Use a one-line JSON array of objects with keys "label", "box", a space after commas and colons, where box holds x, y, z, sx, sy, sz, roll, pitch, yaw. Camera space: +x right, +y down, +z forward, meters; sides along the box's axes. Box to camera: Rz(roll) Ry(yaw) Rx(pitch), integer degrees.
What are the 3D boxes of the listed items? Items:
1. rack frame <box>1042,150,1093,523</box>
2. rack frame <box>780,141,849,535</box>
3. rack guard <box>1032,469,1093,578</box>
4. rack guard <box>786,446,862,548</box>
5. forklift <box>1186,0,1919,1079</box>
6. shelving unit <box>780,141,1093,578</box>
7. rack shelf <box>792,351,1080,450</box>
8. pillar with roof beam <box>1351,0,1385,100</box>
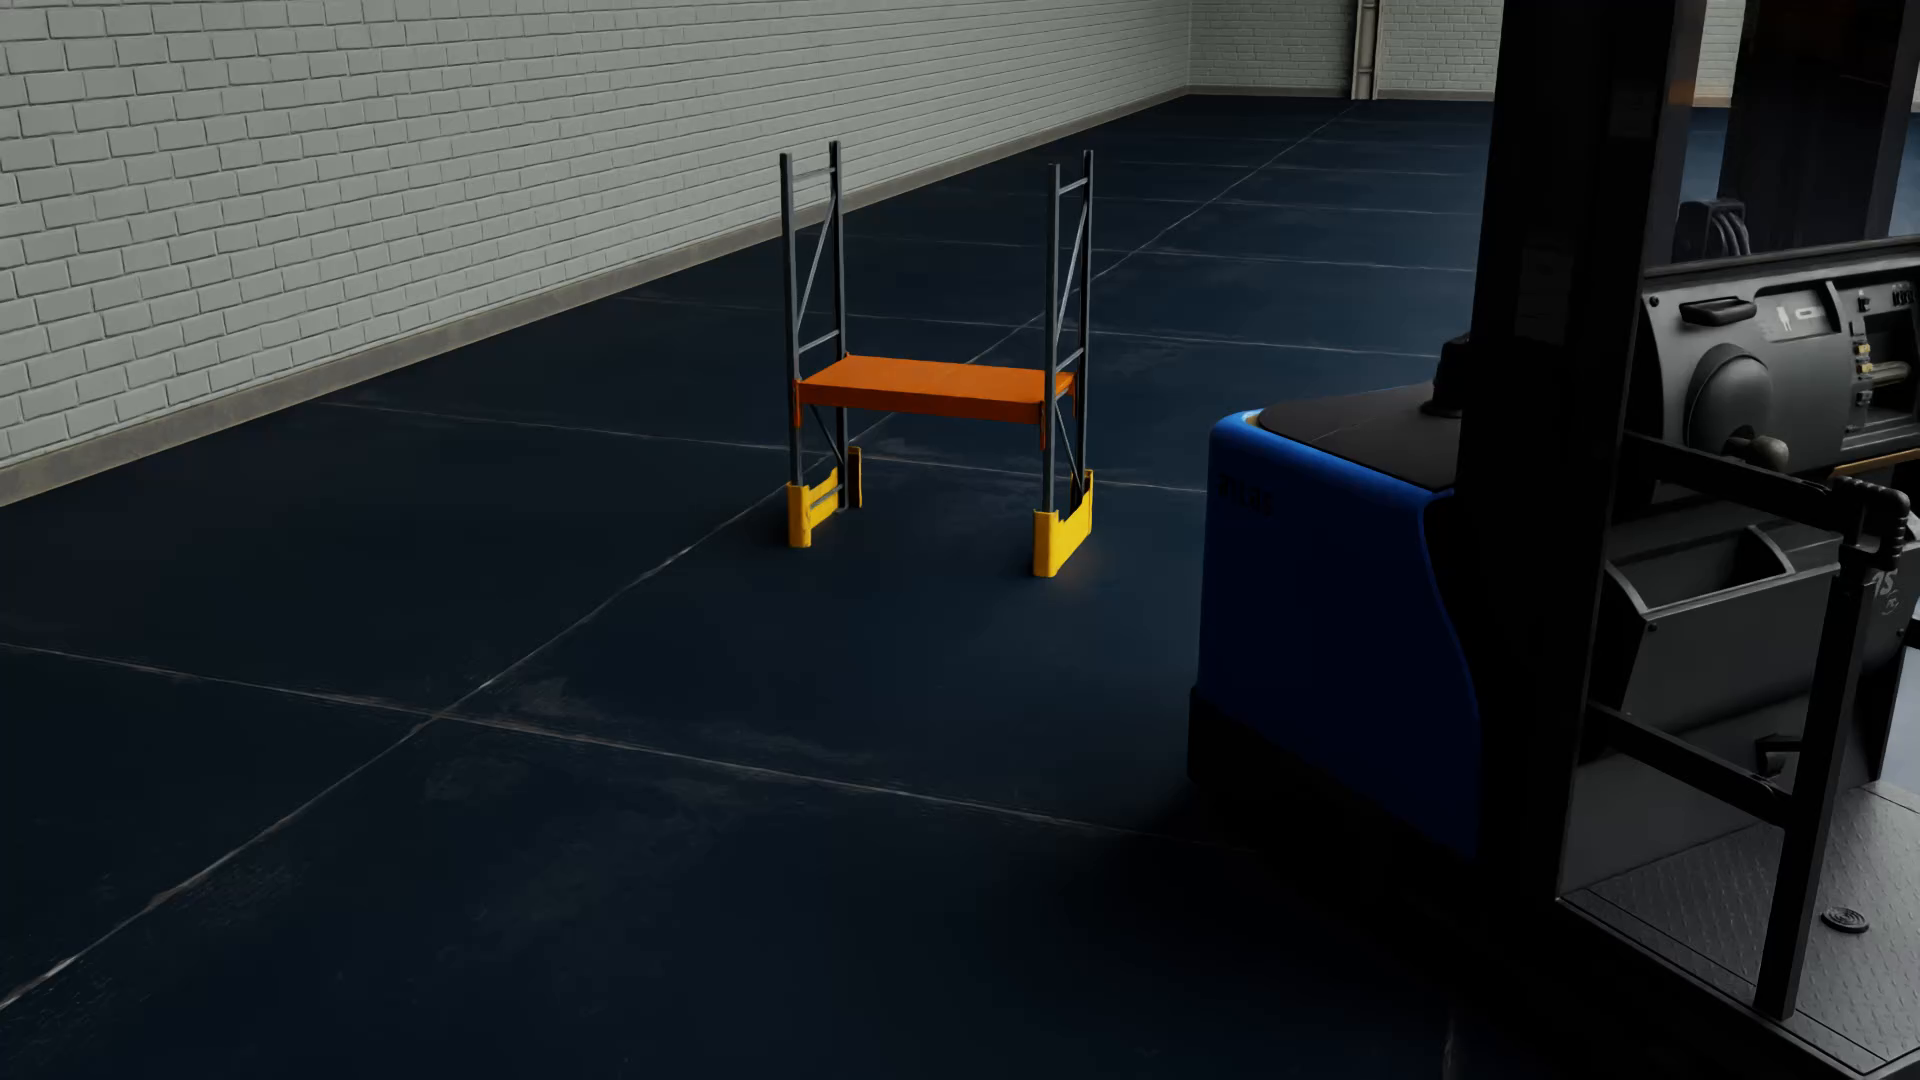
[{"label": "rack frame", "box": [0.400, -0.663, 6.198, 0.032, 1.500, 0.500, 7, 20, 18]}, {"label": "rack frame", "box": [-0.561, -0.772, 6.513, 0.032, 1.500, 0.500, 7, 20, 18]}, {"label": "rack guard", "box": [0.398, -0.072, 6.404, 0.087, 0.250, 0.587, 7, 20, 18]}, {"label": "rack guard", "box": [-0.542, -0.180, 6.713, 0.087, 0.250, 0.587, 7, 20, 18]}, {"label": "forklift", "box": [1.778, -0.342, 3.105, 1.130, 2.935, 3.031, -10, 22, -28]}, {"label": "shelving unit", "box": [-0.072, -0.716, 6.353, 1.083, 1.500, 0.587, 7, 20, 18]}, {"label": "rack shelf", "box": [-0.081, -0.548, 6.415, 1.000, 0.185, 0.538, 7, 20, 18]}, {"label": "pillar with roof beam", "box": [5.270, -10.207, 22.187, 0.400, 9.000, 9.100, 7, 20, 18]}]
